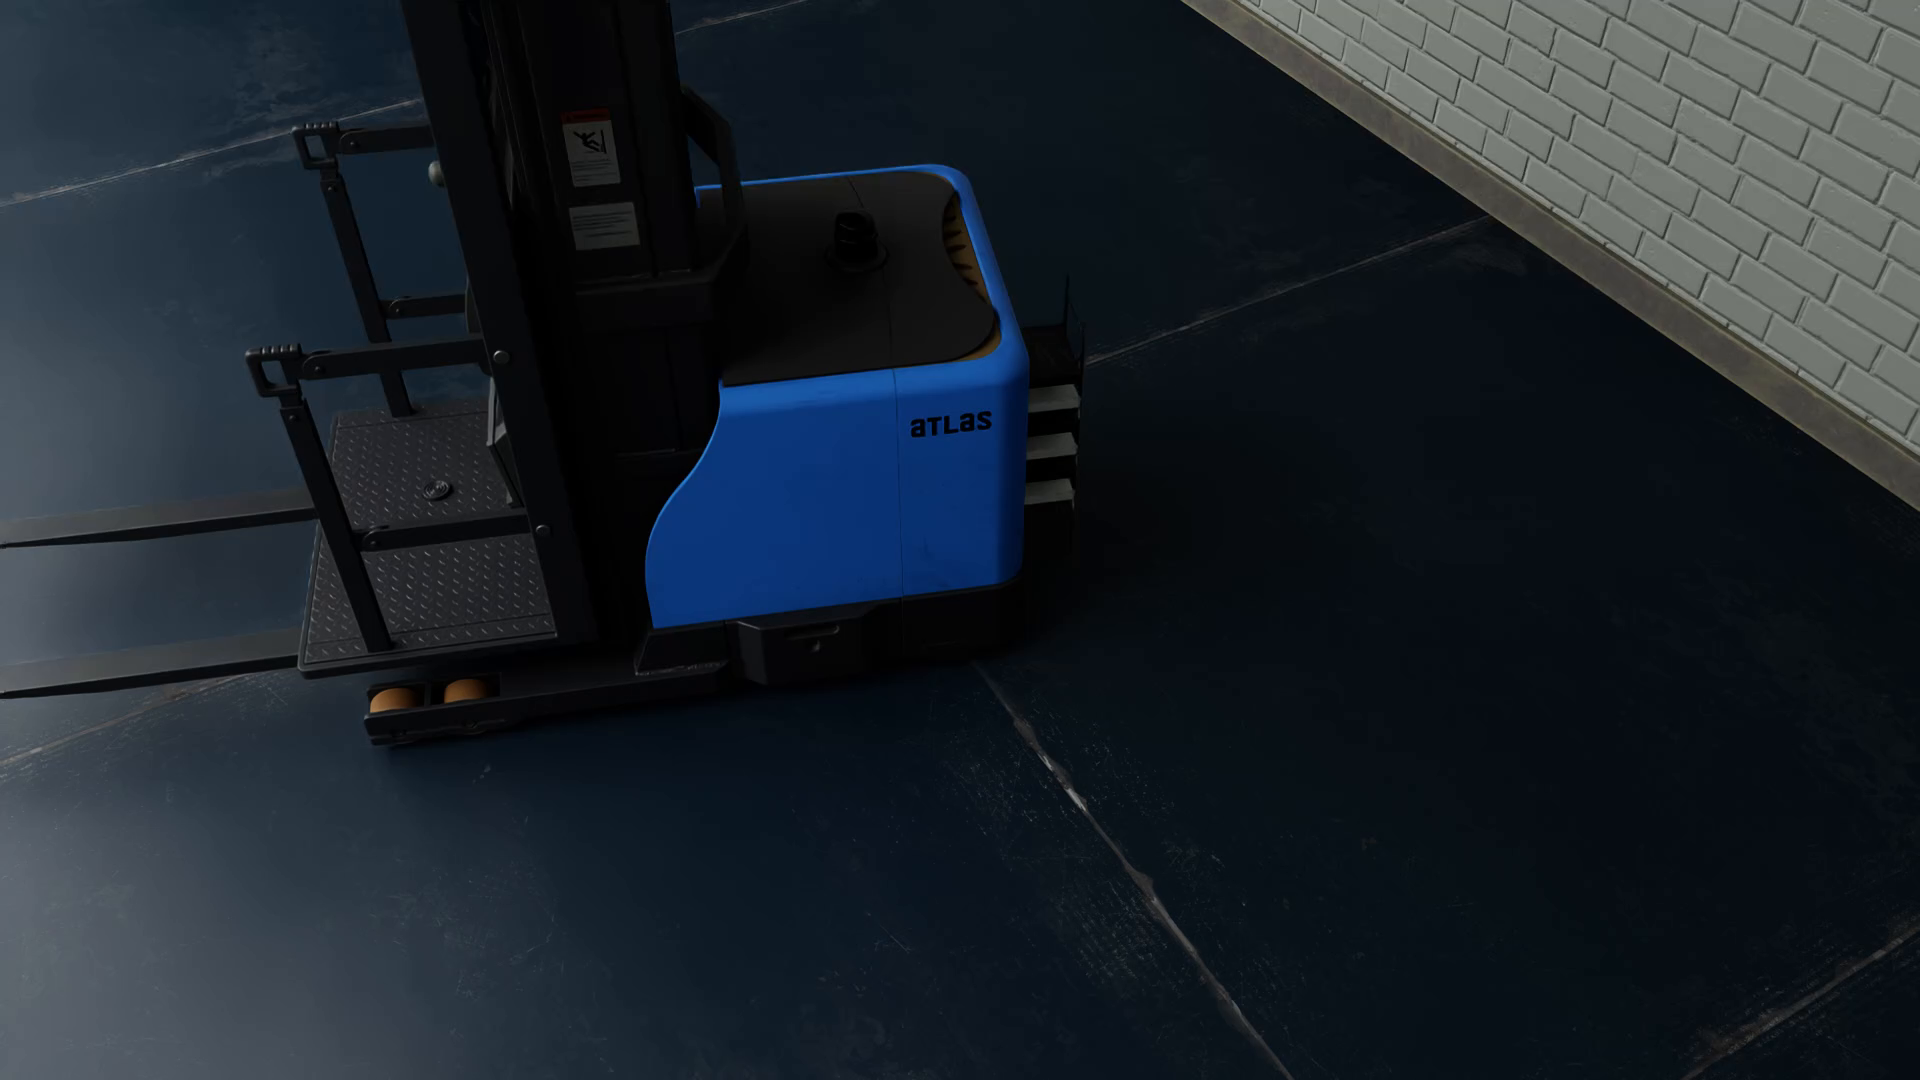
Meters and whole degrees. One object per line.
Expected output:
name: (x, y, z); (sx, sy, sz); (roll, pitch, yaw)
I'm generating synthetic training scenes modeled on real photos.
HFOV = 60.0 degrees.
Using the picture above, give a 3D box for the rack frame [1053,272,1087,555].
rack frame: (0.326, -0.360, 4.974); (0.006, 0.900, 0.240); (-7, 45, -7)

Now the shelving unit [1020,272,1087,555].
shelving unit: (0.226, -0.347, 4.962); (0.210, 0.900, 0.258); (-7, 45, -7)

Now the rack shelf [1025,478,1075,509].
rack shelf: (0.226, -0.194, 5.110); (0.200, 0.077, 0.258); (-7, 45, -7)

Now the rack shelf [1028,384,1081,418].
rack shelf: (0.226, -0.452, 4.859); (0.200, 0.077, 0.258); (-7, 45, -7)

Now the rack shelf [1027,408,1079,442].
rack shelf: (0.226, -0.388, 4.922); (0.200, 0.077, 0.258); (-7, 45, -7)

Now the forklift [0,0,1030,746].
forklift: (-1.375, -0.879, 4.051); (3.031, 2.935, 1.130); (-7, 45, -7)

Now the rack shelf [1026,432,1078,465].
rack shelf: (0.226, -0.323, 4.985); (0.200, 0.077, 0.258); (-7, 45, -7)

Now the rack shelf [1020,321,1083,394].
rack shelf: (0.226, -0.517, 4.797); (0.200, 0.077, 0.258); (-7, 45, -7)

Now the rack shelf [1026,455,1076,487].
rack shelf: (0.226, -0.259, 5.047); (0.200, 0.077, 0.258); (-7, 45, -7)
